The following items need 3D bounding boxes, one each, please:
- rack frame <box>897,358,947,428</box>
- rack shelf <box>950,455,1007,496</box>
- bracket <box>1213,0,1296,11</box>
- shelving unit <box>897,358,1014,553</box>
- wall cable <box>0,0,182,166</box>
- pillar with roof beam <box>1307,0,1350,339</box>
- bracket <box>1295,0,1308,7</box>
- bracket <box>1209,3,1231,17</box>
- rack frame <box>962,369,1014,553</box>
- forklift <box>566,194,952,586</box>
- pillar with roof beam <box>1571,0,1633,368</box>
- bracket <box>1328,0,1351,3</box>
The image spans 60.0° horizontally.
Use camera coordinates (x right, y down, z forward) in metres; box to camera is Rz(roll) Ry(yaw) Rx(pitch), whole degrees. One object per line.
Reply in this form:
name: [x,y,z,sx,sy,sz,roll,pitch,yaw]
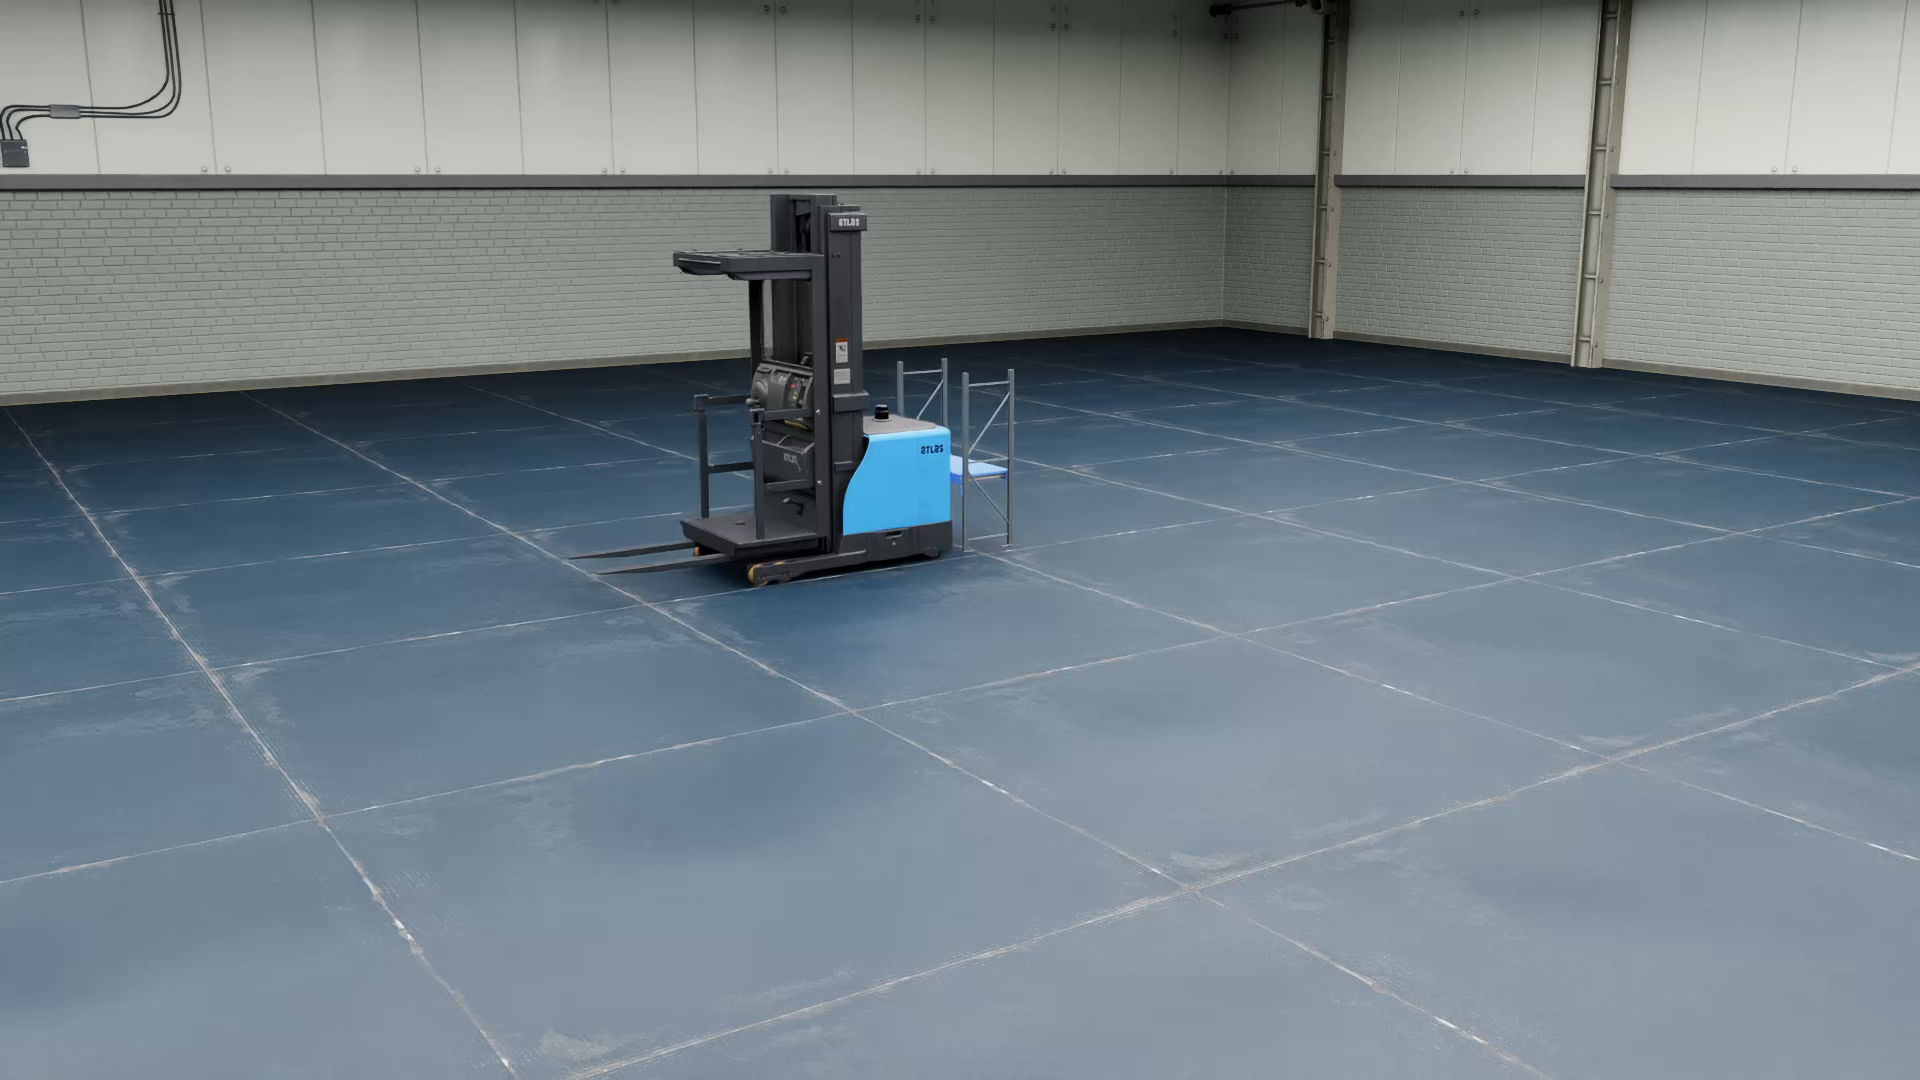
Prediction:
rack frame: [-0.329,-0.838,14.684,0.500,1.500,0.032,-8,15,-33]
rack shelf: [-0.047,-0.572,14.309,0.538,0.185,1.000,-8,15,-33]
bracket: [5.512,-10.434,32.585,0.076,0.066,3.189,-8,15,-33]
shelving unit: [-0.047,-0.748,14.271,0.538,1.500,1.048,-8,15,-33]
wall cable: [-11.820,-8.062,22.201,2.305,6.003,0.169,-8,15,-33]
pillar with roof beam: [3.439,-7.818,29.047,9.100,9.000,0.548,-8,15,-33]
bracket: [6.497,-10.118,31.138,0.235,0.232,0.430,-8,15,-33]
bracket: [5.184,-10.539,33.065,0.235,0.232,0.430,-8,15,-33]
rack frame: [0.234,-0.657,13.857,0.500,1.500,0.032,-8,15,-33]
forklift: [-1.576,-1.206,13.017,3.031,2.935,1.130,-8,15,-33]
pillar with roof beam: [6.763,-6.751,24.167,9.100,9.000,0.400,-8,15,-33]
bracket: [6.957,-9.970,30.463,0.235,0.232,0.430,-8,15,-33]
